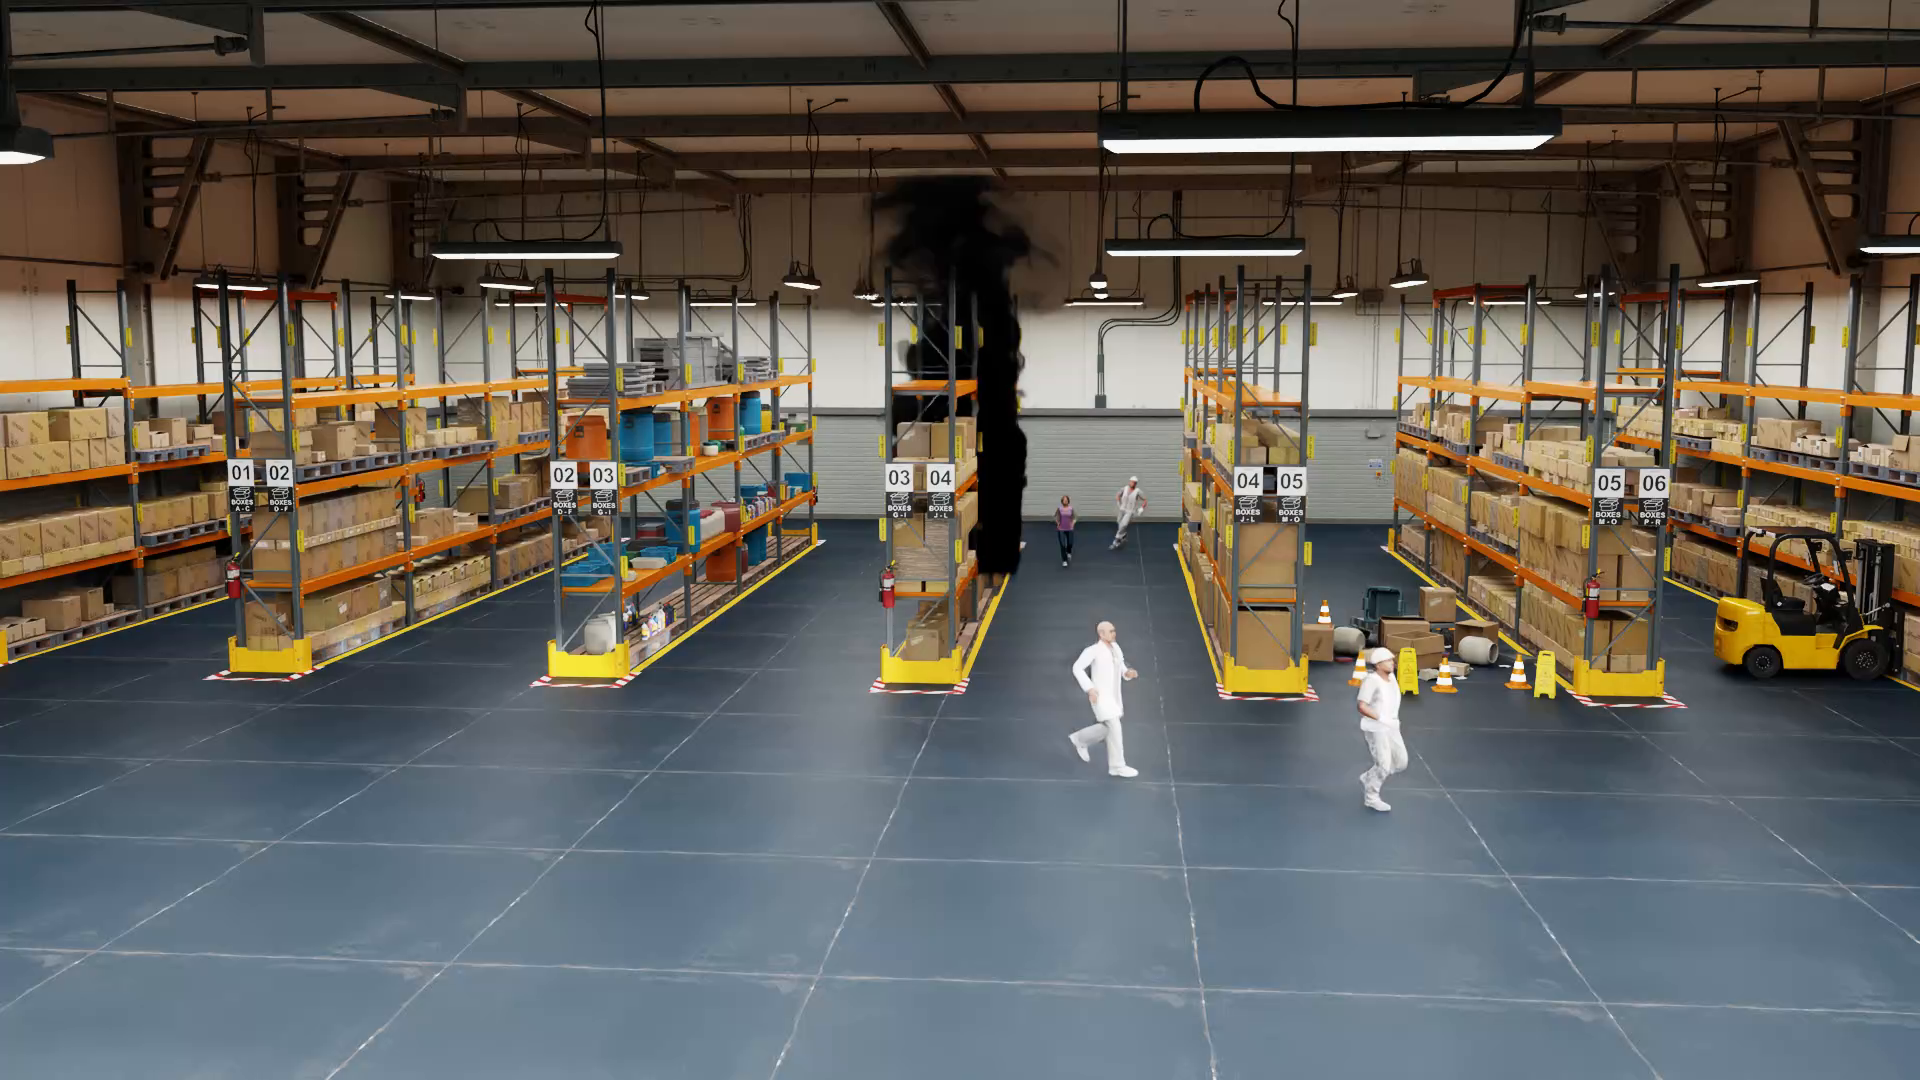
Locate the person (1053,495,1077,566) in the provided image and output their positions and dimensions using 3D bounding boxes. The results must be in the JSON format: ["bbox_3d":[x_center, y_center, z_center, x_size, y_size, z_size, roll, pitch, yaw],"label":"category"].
[{"bbox_3d":[2.293,-0.200,36.566,0.486,1.539,0.555,0,7,2],"label":"person"}]

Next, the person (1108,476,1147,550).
[{"bbox_3d":[3.943,-0.652,39.305,0.806,1.728,0.899,4,8,32],"label":"person"}]

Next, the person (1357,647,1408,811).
[{"bbox_3d":[4.462,2.001,17.623,0.581,1.743,0.686,7,10,43],"label":"person"}]

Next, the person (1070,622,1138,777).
[{"bbox_3d":[1.636,1.799,19.100,0.955,1.748,0.709,5,9,38],"label":"person"}]
